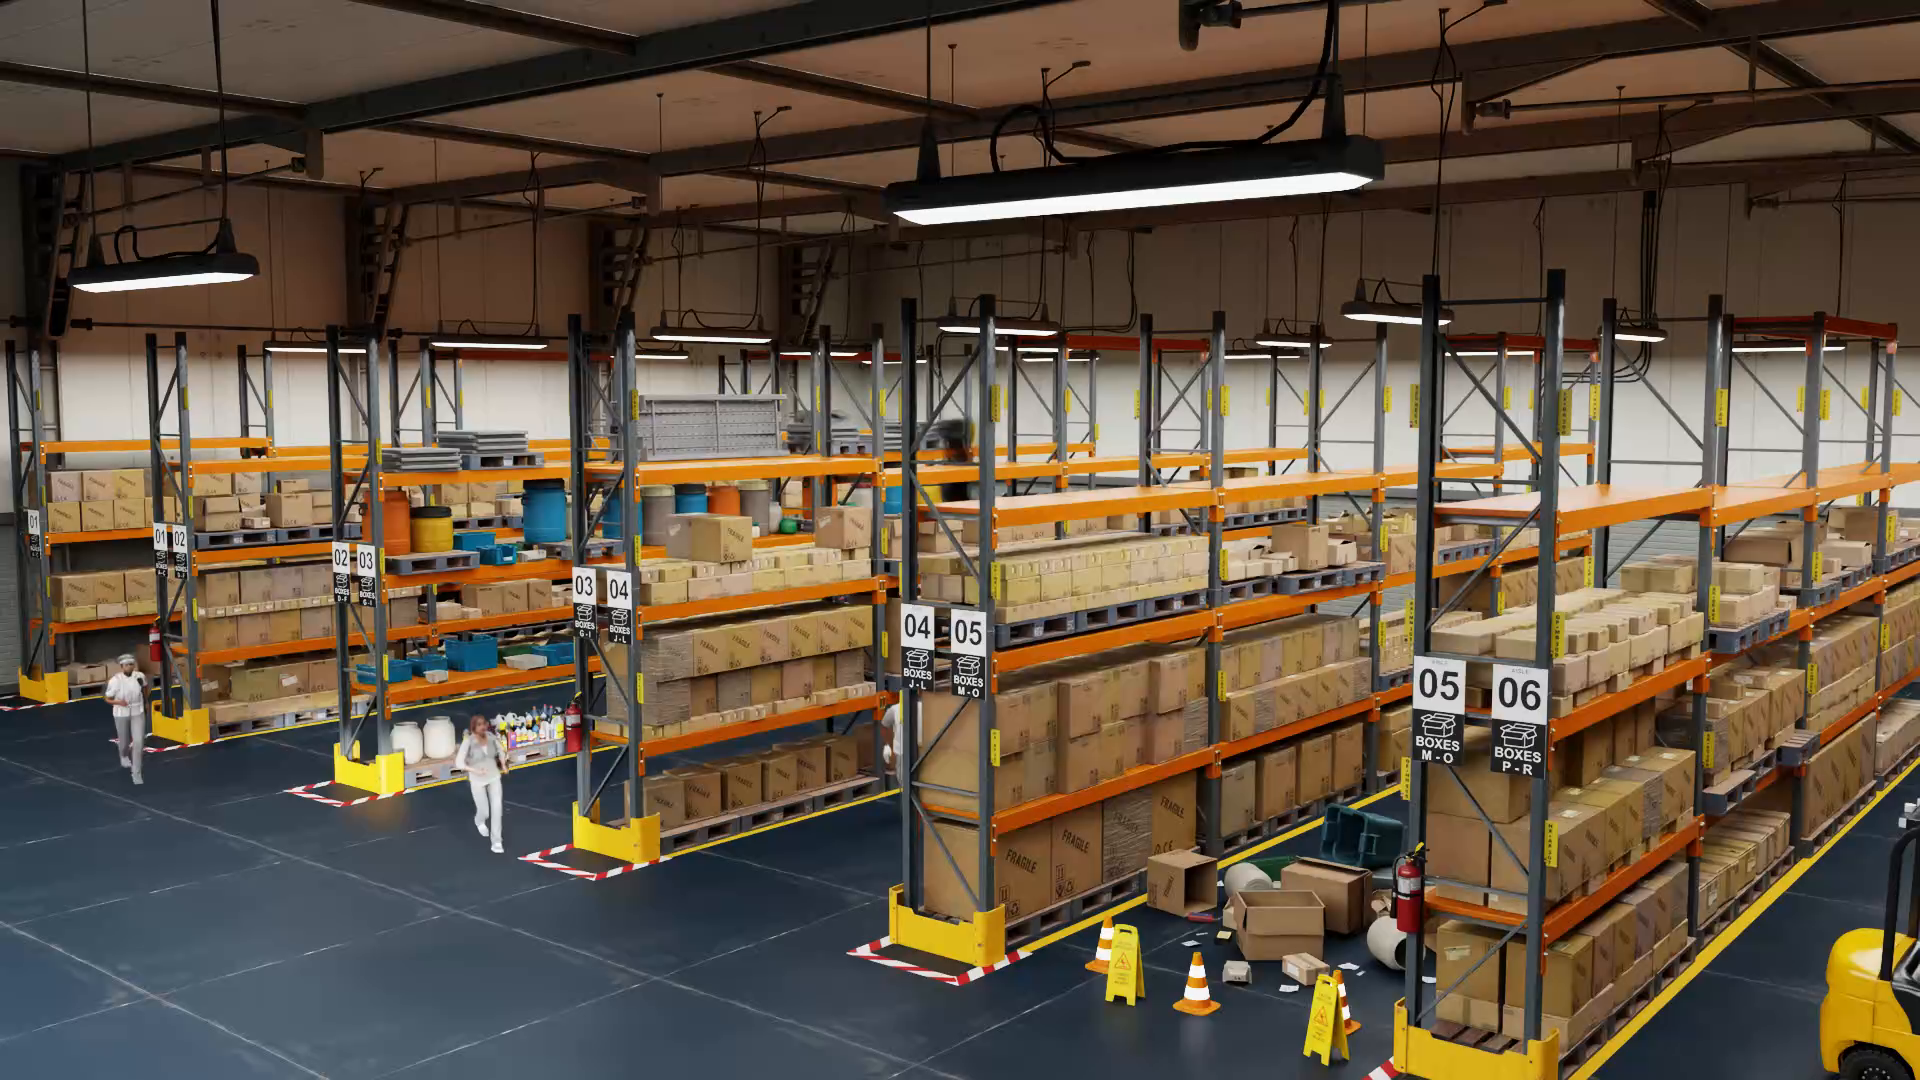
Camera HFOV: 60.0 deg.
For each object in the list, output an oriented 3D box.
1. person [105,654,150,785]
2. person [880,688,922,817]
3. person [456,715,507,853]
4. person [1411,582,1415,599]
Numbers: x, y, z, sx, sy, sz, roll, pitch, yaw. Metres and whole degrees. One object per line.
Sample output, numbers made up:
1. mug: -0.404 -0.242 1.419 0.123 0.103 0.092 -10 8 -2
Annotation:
1. person: -11.055 2.354 22.116 0.573 1.739 0.904 -3 6 -34
2. person: -0.563 2.557 19.814 0.702 1.737 0.845 -2 5 -20
3. person: -5.386 2.713 18.703 0.581 1.549 0.782 -4 6 -35
4. person: 8.769 1.516 31.251 0.833 1.737 0.692 -5 7 -43
